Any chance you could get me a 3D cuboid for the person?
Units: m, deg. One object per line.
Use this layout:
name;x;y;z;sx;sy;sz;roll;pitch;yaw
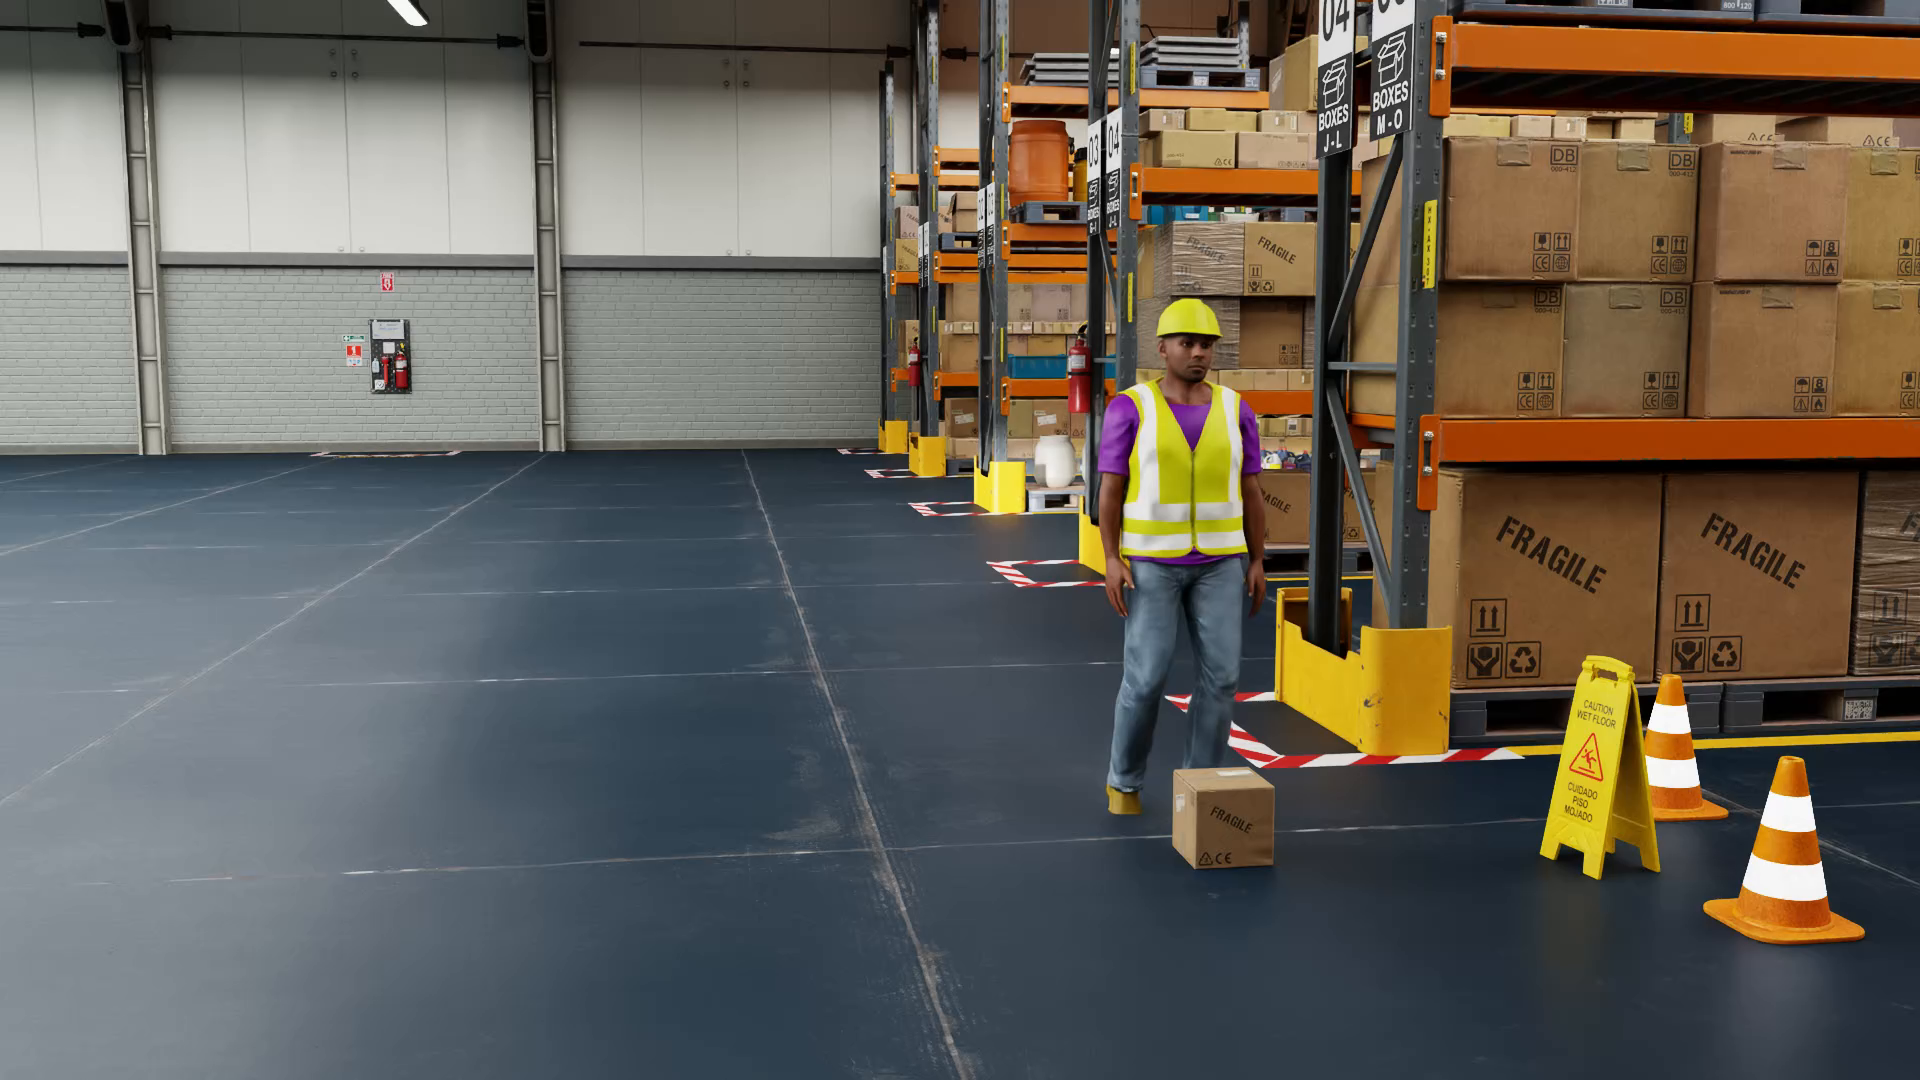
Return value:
person;0.755;0.108;5.558;0.570;1.818;0.469;-1;7;-8
